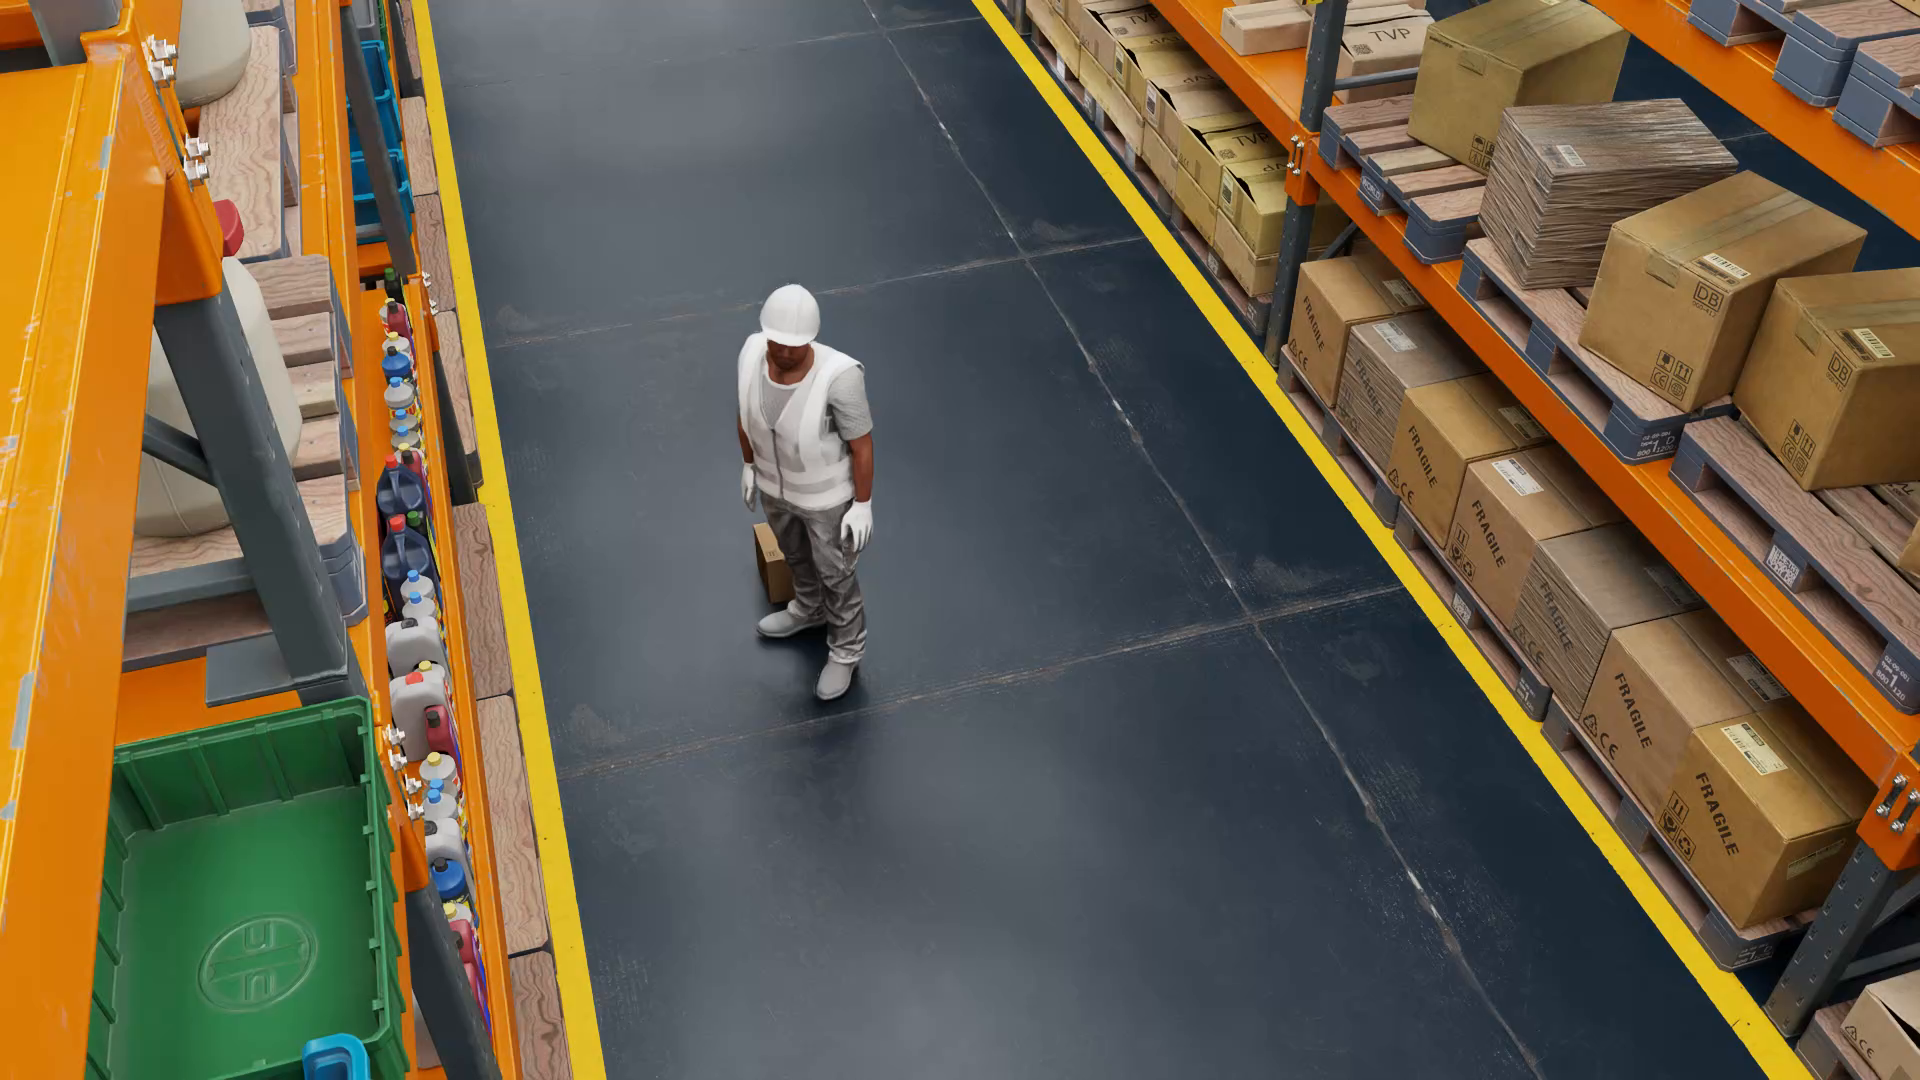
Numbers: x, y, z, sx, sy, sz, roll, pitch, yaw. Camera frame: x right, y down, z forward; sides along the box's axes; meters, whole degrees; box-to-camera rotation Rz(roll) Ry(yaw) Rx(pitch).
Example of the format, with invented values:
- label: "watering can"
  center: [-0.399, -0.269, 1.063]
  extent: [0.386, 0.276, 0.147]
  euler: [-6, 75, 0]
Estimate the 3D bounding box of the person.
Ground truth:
- label: "person"
  center: [-0.588, -0.191, 6.313]
  extent: [0.615, 1.784, 0.446]
  euler: [24, 47, 24]
